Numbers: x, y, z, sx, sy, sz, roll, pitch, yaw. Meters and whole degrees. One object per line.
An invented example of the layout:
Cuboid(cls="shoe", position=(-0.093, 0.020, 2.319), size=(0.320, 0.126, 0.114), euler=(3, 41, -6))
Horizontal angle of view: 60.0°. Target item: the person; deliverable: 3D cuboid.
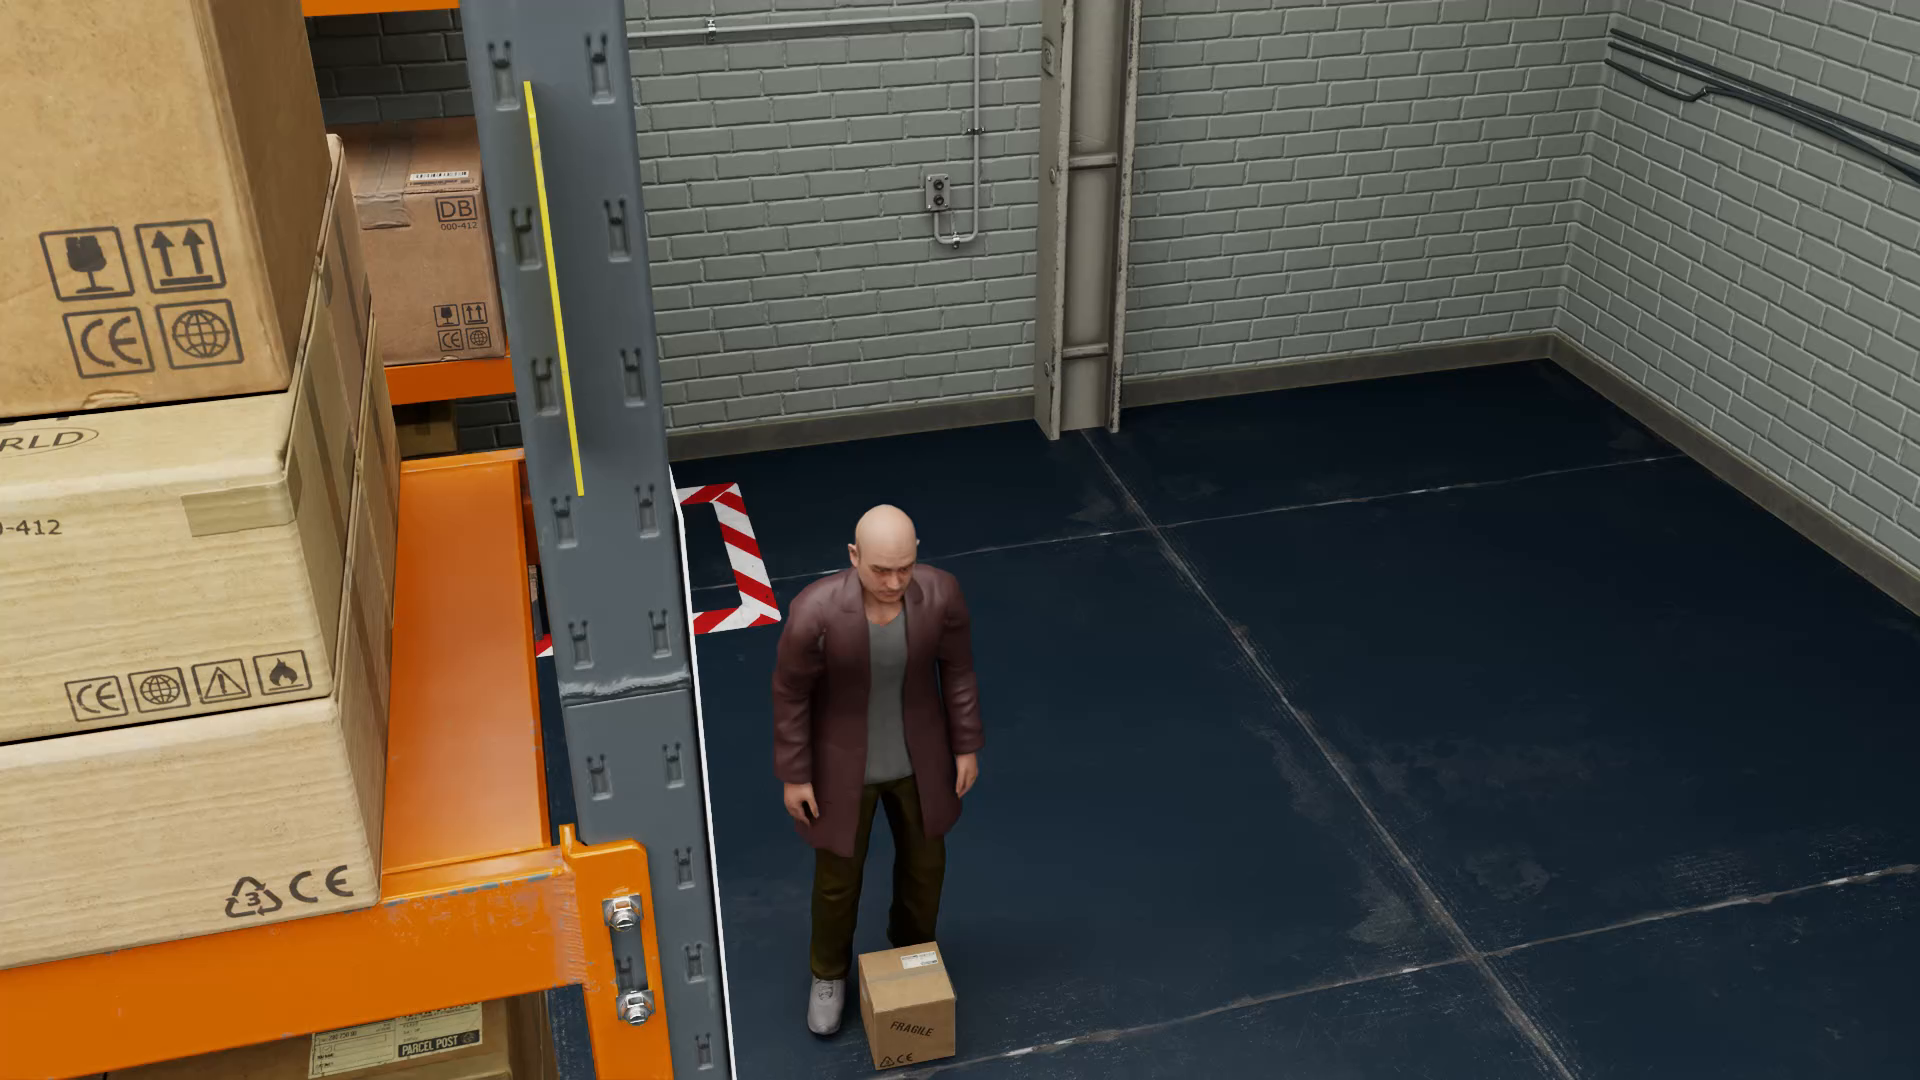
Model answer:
Cuboid(cls="person", position=(-0.237, 0.666, 4.984), size=(0.648, 1.774, 0.418), euler=(-8, 31, -14))
